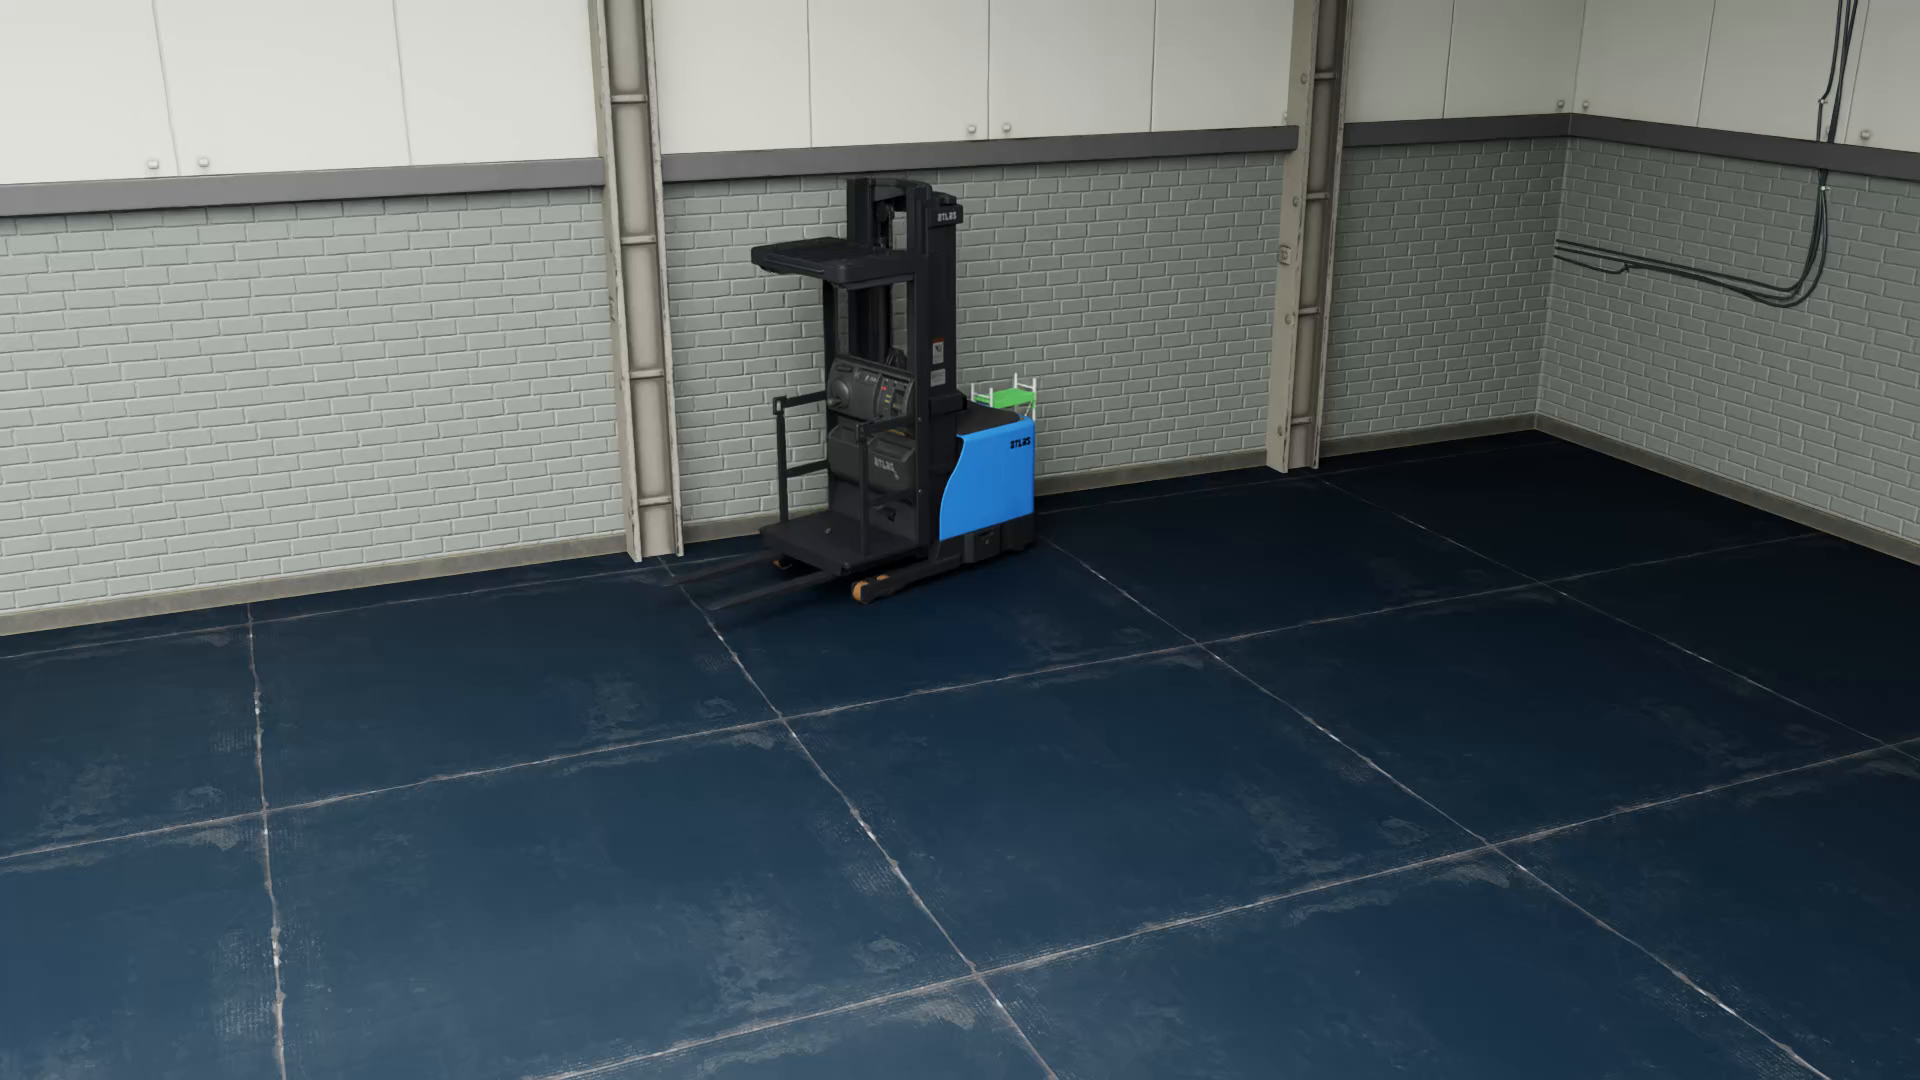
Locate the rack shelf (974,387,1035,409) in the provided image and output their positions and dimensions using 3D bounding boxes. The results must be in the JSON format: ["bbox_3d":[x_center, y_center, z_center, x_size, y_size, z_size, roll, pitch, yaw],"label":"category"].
[{"bbox_3d":[0.359,-1.132,13.677,0.480,0.148,0.258,-17,25,-39],"label":"rack shelf"}]

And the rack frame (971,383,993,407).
[{"bbox_3d":[0.178,-0.685,13.660,0.015,1.200,0.240,-17,25,-39],"label":"rack frame"}]

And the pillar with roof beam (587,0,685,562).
[{"bbox_3d":[-0.719,-2.830,8.010,0.400,9.000,9.100,-8,21,-22],"label":"pillar with roof beam"}]

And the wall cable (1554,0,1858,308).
[{"bbox_3d":[6.314,-3.452,14.451,0.112,2.526,3.097,-8,21,-22],"label":"wall cable"}]

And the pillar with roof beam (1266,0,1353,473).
[{"bbox_3d":[4.790,-3.619,10.252,0.400,9.000,9.100,-8,21,-22],"label":"pillar with roof beam"}]

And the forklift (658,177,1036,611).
[{"bbox_3d":[-0.825,-1.110,12.260,3.031,2.935,1.130,-17,25,-39],"label":"forklift"}]

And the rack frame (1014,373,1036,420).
[{"bbox_3d":[0.540,-0.794,13.969,0.015,1.200,0.240,-17,25,-39],"label":"rack frame"}]

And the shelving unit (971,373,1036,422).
[{"bbox_3d":[0.359,-0.739,13.815,0.503,1.200,0.258,-17,25,-39],"label":"shelving unit"}]
